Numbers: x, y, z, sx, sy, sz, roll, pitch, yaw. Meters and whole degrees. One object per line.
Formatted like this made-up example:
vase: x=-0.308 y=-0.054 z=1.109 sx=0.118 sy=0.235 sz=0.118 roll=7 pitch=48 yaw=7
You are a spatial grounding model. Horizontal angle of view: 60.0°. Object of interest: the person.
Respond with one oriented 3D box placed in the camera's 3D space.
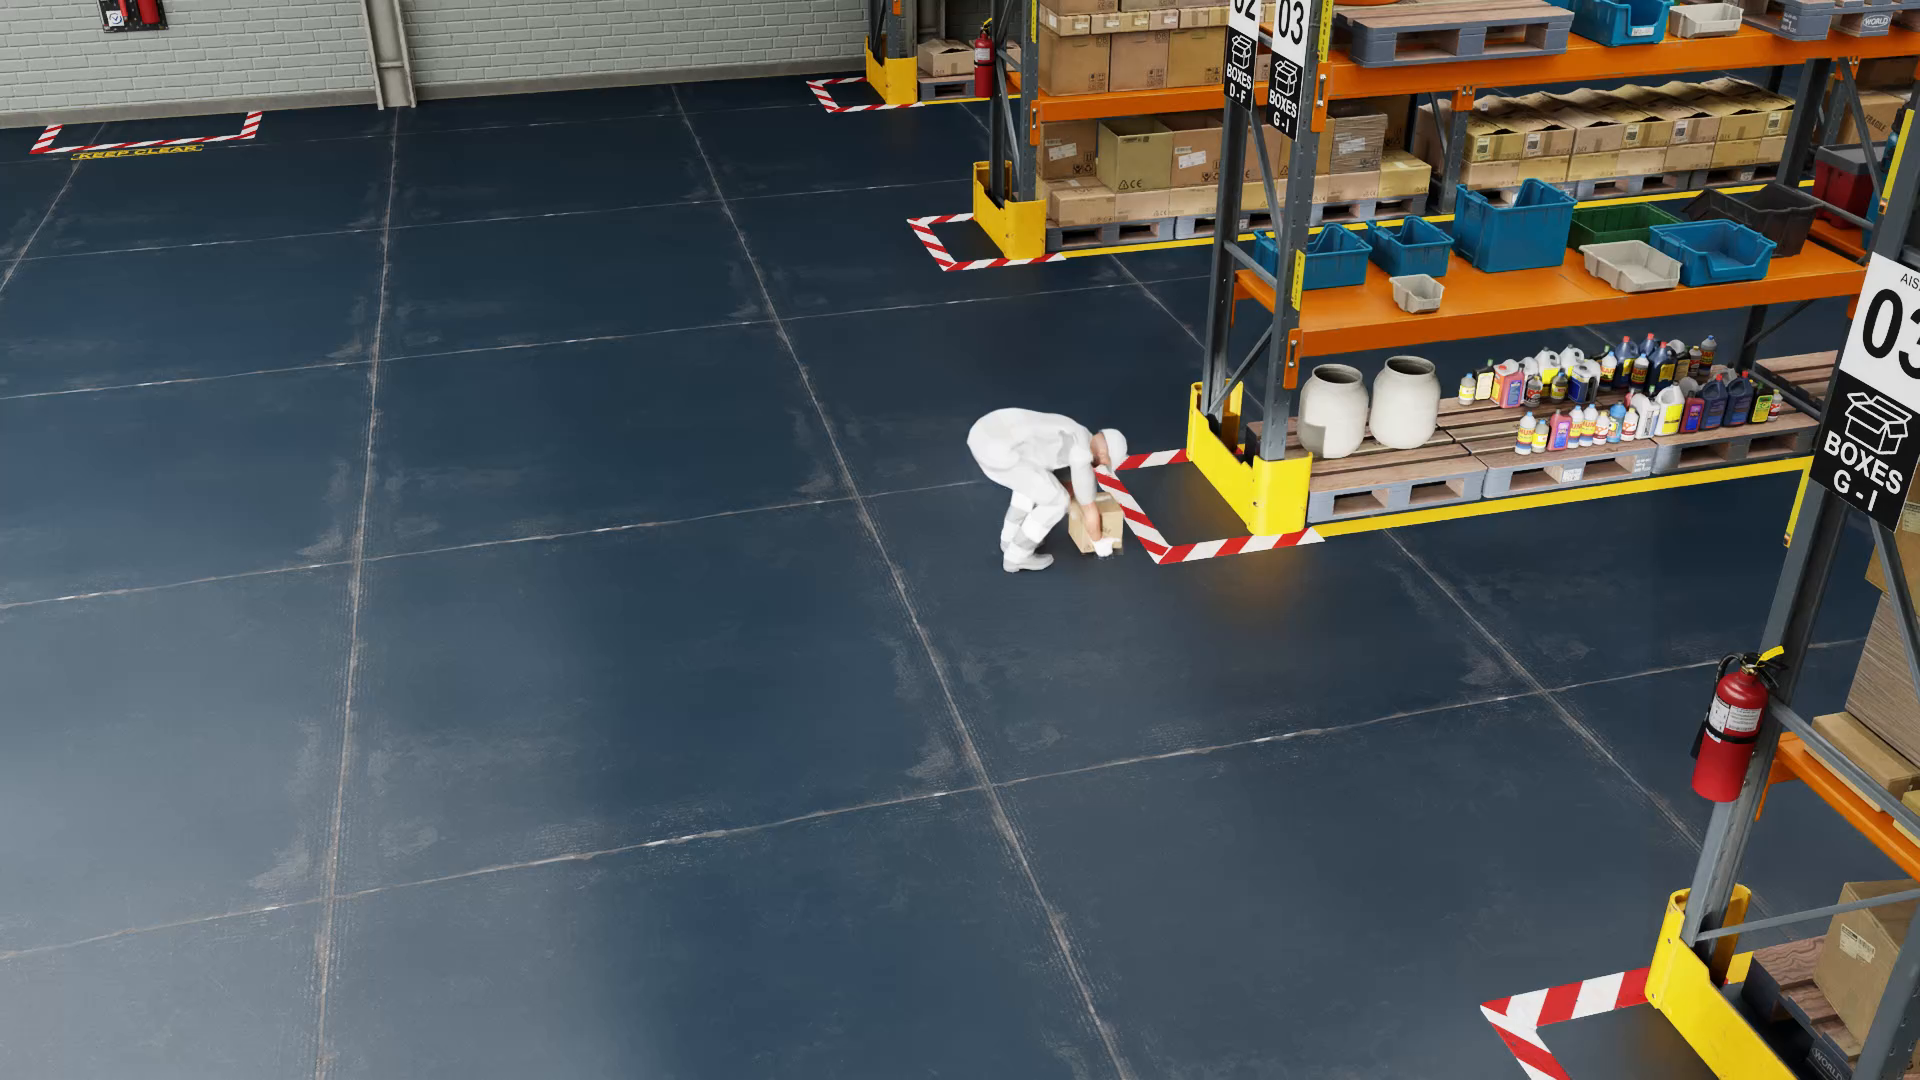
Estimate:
person: x=0.516 y=-0.338 z=9.646 sx=0.949 sy=0.941 sz=0.525 roll=-9 pitch=31 yaw=-16
